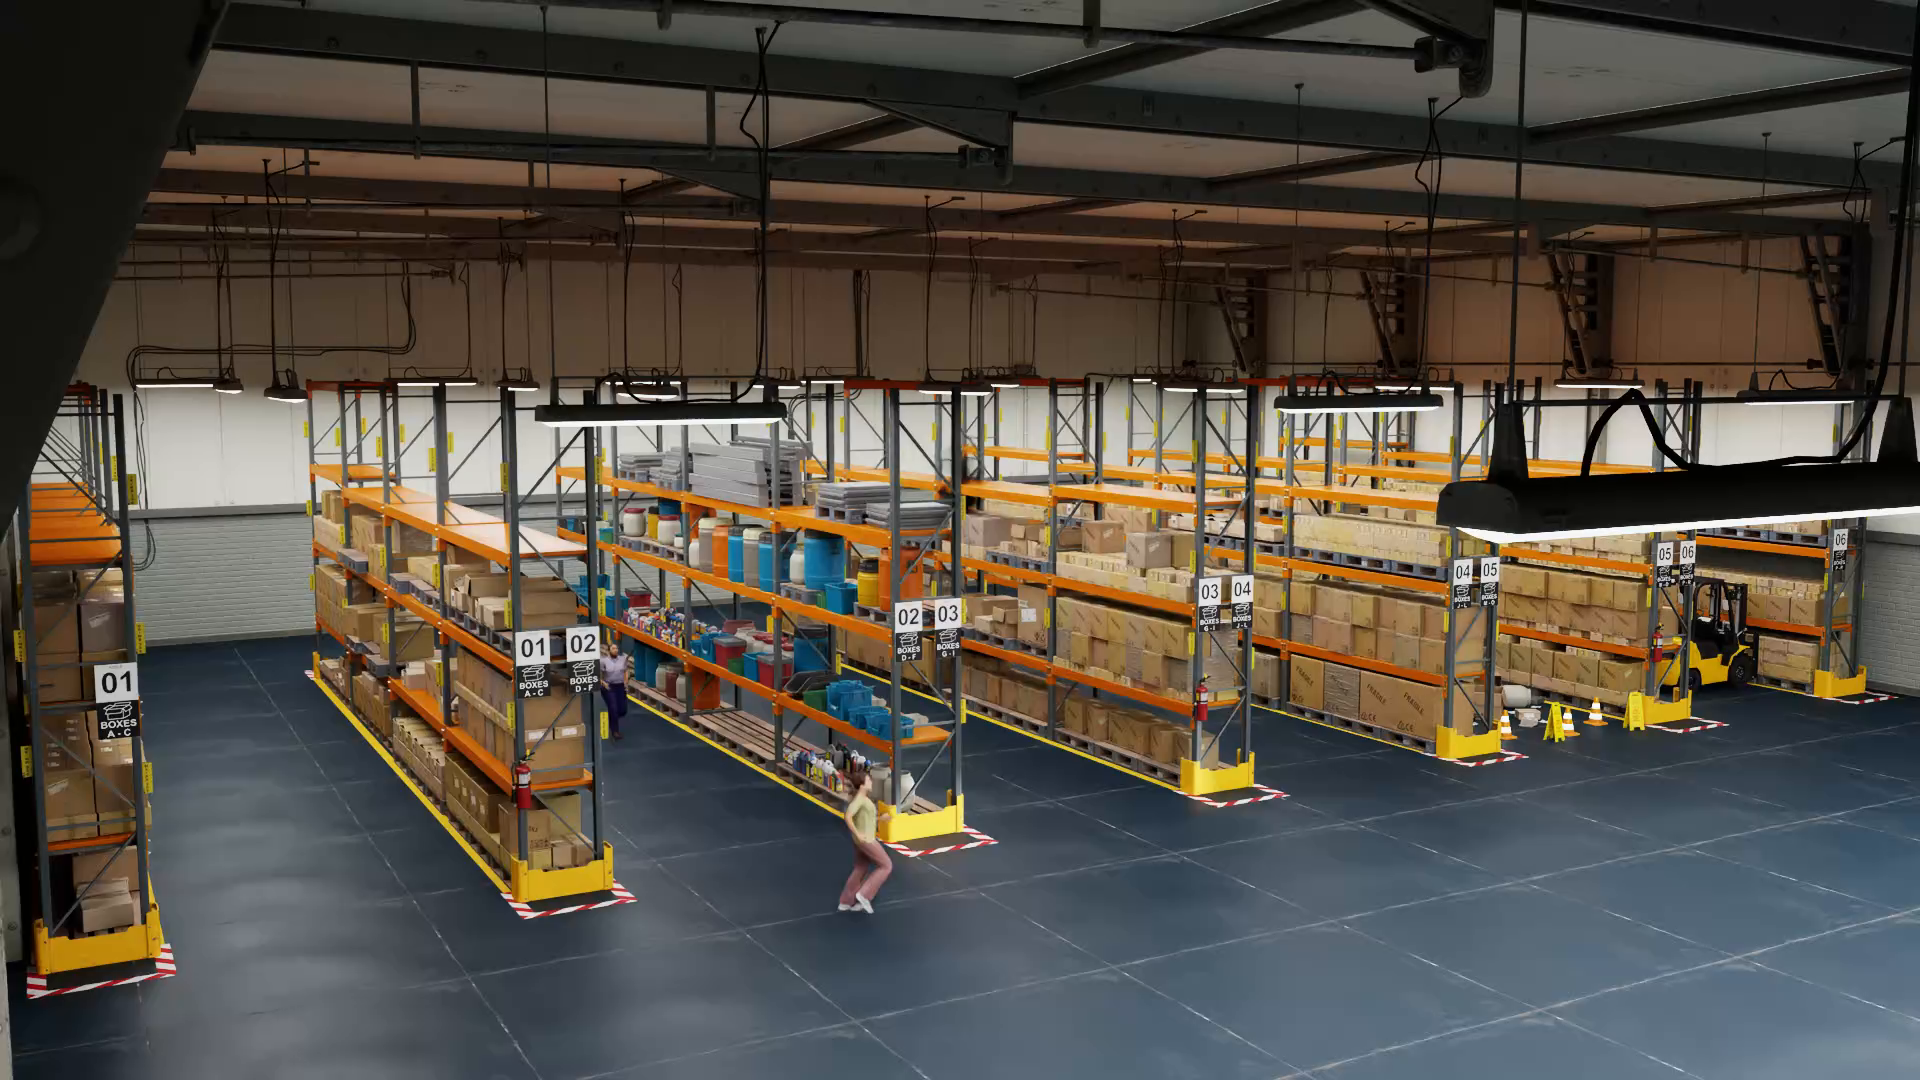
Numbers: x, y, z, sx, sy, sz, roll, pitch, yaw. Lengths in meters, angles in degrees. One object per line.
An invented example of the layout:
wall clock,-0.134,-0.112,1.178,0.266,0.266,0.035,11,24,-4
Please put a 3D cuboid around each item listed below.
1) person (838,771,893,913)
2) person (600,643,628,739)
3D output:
person,-1.082,3.467,19.111,0.635,1.647,0.551,-1,6,-12
person,-5.904,2.535,28.206,0.614,1.618,0.598,-4,7,-35
